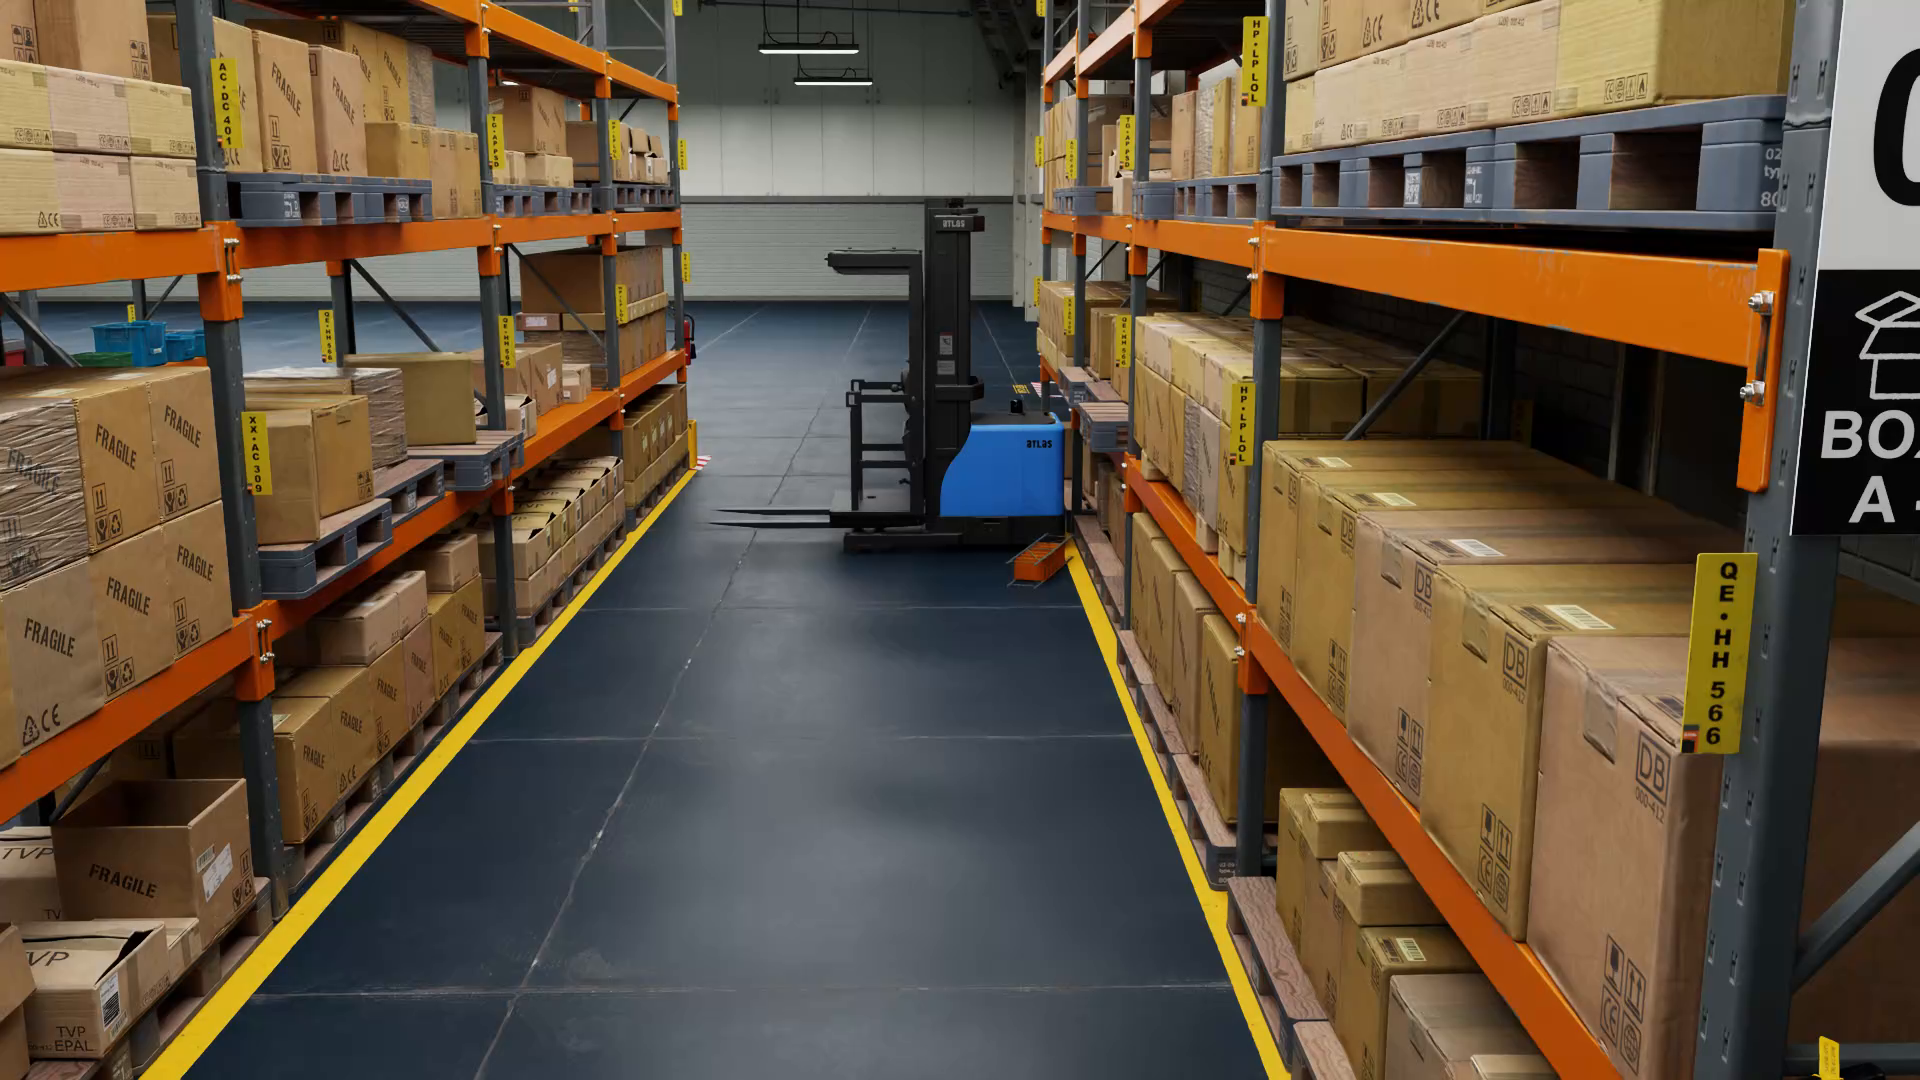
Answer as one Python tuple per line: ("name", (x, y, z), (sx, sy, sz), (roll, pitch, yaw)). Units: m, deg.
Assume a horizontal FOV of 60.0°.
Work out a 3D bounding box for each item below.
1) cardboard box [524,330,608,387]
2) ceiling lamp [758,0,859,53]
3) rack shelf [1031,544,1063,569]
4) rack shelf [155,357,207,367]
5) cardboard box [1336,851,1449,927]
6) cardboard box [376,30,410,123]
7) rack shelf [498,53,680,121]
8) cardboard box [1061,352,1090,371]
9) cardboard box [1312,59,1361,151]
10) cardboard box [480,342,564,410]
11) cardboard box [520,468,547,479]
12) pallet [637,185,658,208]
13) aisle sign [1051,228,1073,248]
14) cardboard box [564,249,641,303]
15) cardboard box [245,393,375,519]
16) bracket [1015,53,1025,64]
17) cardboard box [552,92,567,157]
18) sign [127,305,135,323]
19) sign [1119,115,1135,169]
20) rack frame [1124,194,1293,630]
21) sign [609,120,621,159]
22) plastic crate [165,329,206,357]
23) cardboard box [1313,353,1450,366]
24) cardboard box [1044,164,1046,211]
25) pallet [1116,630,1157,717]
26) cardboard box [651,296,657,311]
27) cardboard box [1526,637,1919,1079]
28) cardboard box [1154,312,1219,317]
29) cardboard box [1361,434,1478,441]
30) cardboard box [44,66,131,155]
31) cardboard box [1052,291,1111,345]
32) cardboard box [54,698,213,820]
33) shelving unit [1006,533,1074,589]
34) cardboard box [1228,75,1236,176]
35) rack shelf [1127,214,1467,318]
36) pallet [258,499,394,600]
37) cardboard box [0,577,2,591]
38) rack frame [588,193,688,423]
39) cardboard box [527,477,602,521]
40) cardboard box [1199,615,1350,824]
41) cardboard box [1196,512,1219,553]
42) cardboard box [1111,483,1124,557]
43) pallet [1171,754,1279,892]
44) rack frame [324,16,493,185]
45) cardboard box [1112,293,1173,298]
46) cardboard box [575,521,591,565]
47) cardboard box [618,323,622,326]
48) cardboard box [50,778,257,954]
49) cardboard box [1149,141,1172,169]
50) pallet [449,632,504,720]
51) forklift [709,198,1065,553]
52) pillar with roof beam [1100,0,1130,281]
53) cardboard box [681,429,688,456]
("cardboard box", (-3.476, -1.637, 14.832), (0.700, 0.500, 0.500), (-1, 11, -3))
("ceiling lamp", (-3.022, -11.345, 33.167), (2.000, 3.185, 0.800), (0, 11, -1))
("rack shelf", (0.701, 0.126, 13.439), (0.258, 0.180, 0.103), (4, 12, 18))
("rack shelf", (-8.454, -1.525, 16.342), (1.077, 0.370, 4.000), (0, 11, -1))
("cardboard box", (1.406, 1.092, 5.229), (0.380, 0.149, 0.250), (-1, 11, -3))
("cardboard box", (-3.365, -2.526, 9.153), (0.500, 0.500, 0.500), (0, 11, -1))
("rack shelf", (-3.502, -4.289, 15.882), (1.077, 0.370, 4.000), (0, 11, -1))
("cardboard box", (1.179, -1.550, 14.982), (0.500, 0.250, 0.500), (0, 11, -1))
("cardboard box", (1.404, -1.342, 5.156), (0.500, 0.250, 0.500), (0, 11, -2))
("cardboard box", (-3.450, -1.291, 13.128), (0.500, 0.500, 0.500), (1, 11, 3))
("cardboard box", (-3.696, -0.450, 13.682), (0.500, 0.311, 0.500), (0, 11, -2))
("pallet", (-3.526, -3.338, 16.145), (1.003, 0.211, 1.213), (0, 11, -1))
("aisle sign", (1.108, -3.603, 18.236), (0.394, 0.787, 0.004), (0, 11, -1))
("cardboard box", (-3.507, -2.572, 16.178), (0.700, 0.500, 0.500), (0, 11, -1))
("cardboard box", (-3.159, -0.396, 7.658), (0.700, 0.500, 0.500), (2, 12, 8))
("bracket", (1.446, -11.571, 39.910), (0.235, 0.232, 0.430), (0, 11, -1))
("cardboard box", (-3.487, -3.347, 13.402), (0.500, 0.500, 0.500), (0, 11, 0))
("sign", (-9.046, -2.410, 18.195), (0.100, 0.325, 0.005), (0, 11, -1))
("sign", (1.032, -2.447, 10.233), (0.100, 0.325, 0.005), (0, 11, -1))
("rack frame", (1.575, -0.726, 10.592), (1.000, 3.000, 0.127), (0, 11, -1))
("sign", (-2.918, -3.382, 14.047), (0.100, 0.325, 0.005), (0, 11, -1))
("plastic crate", (-8.186, -2.104, 17.760), (0.499, 0.251, 0.616), (0, 11, -1))
("cardboard box", (1.891, -0.699, 7.525), (0.500, 0.250, 0.500), (0, 11, 0))
("cardboard box", (1.166, -3.777, 17.788), (0.500, 0.500, 0.500), (0, 11, 0))
("pallet", (1.516, 0.798, 10.095), (1.003, 0.211, 1.213), (0, 11, -1))
("cardboard box", (-3.329, -2.434, 17.128), (0.380, 0.149, 0.250), (0, 11, 0))
("cardboard box", (1.720, 0.616, 3.223), (0.980, 0.700, 0.700), (0, 11, 1))
("cardboard box", (1.516, -1.441, 11.126), (0.380, 0.149, 0.250), (-2, 12, -11))
("cardboard box", (1.900, -0.228, 7.087), (0.500, 0.500, 0.500), (-1, 11, -3))
("cardboard box", (-3.007, -1.356, 5.275), (0.500, 0.250, 0.500), (0, 11, -1))
("cardboard box", (1.157, -2.117, 15.889), (0.500, 0.500, 0.500), (-1, 11, -3))
("cardboard box", (-3.592, 1.003, 7.251), (0.500, 0.500, 0.500), (0, 11, -1))
("shelving unit", (0.650, 0.158, 13.286), (0.258, 0.189, 1.200), (4, 12, 18))
("cardboard box", (1.727, -2.051, 8.221), (0.700, 0.500, 0.500), (0, 11, -1))
("rack shelf", (1.616, -1.446, 8.405), (1.077, 0.370, 4.000), (0, 11, -1))
("pallet", (-3.202, 0.025, 7.373), (1.003, 0.211, 1.213), (0, 11, -1))
("cardboard box", (-2.993, -0.047, 4.480), (0.500, 0.500, 0.500), (0, 11, -2))
("rack frame", (-3.543, -2.295, 18.326), (1.000, 3.000, 0.127), (0, 11, -1))
("cardboard box", (-3.140, -0.351, 13.193), (0.500, 0.311, 0.500), (0, 11, -1))
("cardboard box", (1.514, 0.788, 7.479), (0.750, 0.750, 0.750), (0, 11, 0))
("cardboard box", (1.314, -0.037, 7.780), (0.380, 0.149, 0.250), (0, 11, -1))
("cardboard box", (1.555, -0.161, 12.989), (0.700, 0.500, 0.500), (0, 11, -1))
("pallet", (1.566, 1.283, 7.704), (1.003, 0.211, 1.213), (0, 11, -1))
("rack frame", (-3.378, -3.645, 9.891), (1.000, 3.000, 0.127), (0, 11, -1))
("cardboard box", (1.684, -2.022, 15.421), (0.500, 0.500, 0.500), (0, 11, -1))
("cardboard box", (-3.133, 0.027, 12.743), (0.500, 0.250, 0.500), (0, 11, 0))
("cardboard box", (-3.285, -2.022, 15.099), (0.380, 0.149, 0.250), (-1, 11, -3))
("cardboard box", (-3.000, 1.212, 6.221), (0.500, 0.500, 0.500), (0, 11, -1))
("cardboard box", (1.641, -2.514, 11.553), (0.797, 0.503, 0.637), (1, 12, 7))
("pallet", (-3.400, 0.811, 10.033), (1.003, 0.211, 1.213), (0, 11, -1))
("forklift", (-0.629, -1.434, 14.254), (3.031, 2.935, 1.130), (0, 11, -1))
("pillar with roof beam", (-2.139, -6.295, 22.957), (9.100, 9.000, 0.400), (0, 11, -1))
("cardboard box", (-3.237, -1.048, 18.039), (0.500, 0.250, 0.500), (0, 11, -1))
